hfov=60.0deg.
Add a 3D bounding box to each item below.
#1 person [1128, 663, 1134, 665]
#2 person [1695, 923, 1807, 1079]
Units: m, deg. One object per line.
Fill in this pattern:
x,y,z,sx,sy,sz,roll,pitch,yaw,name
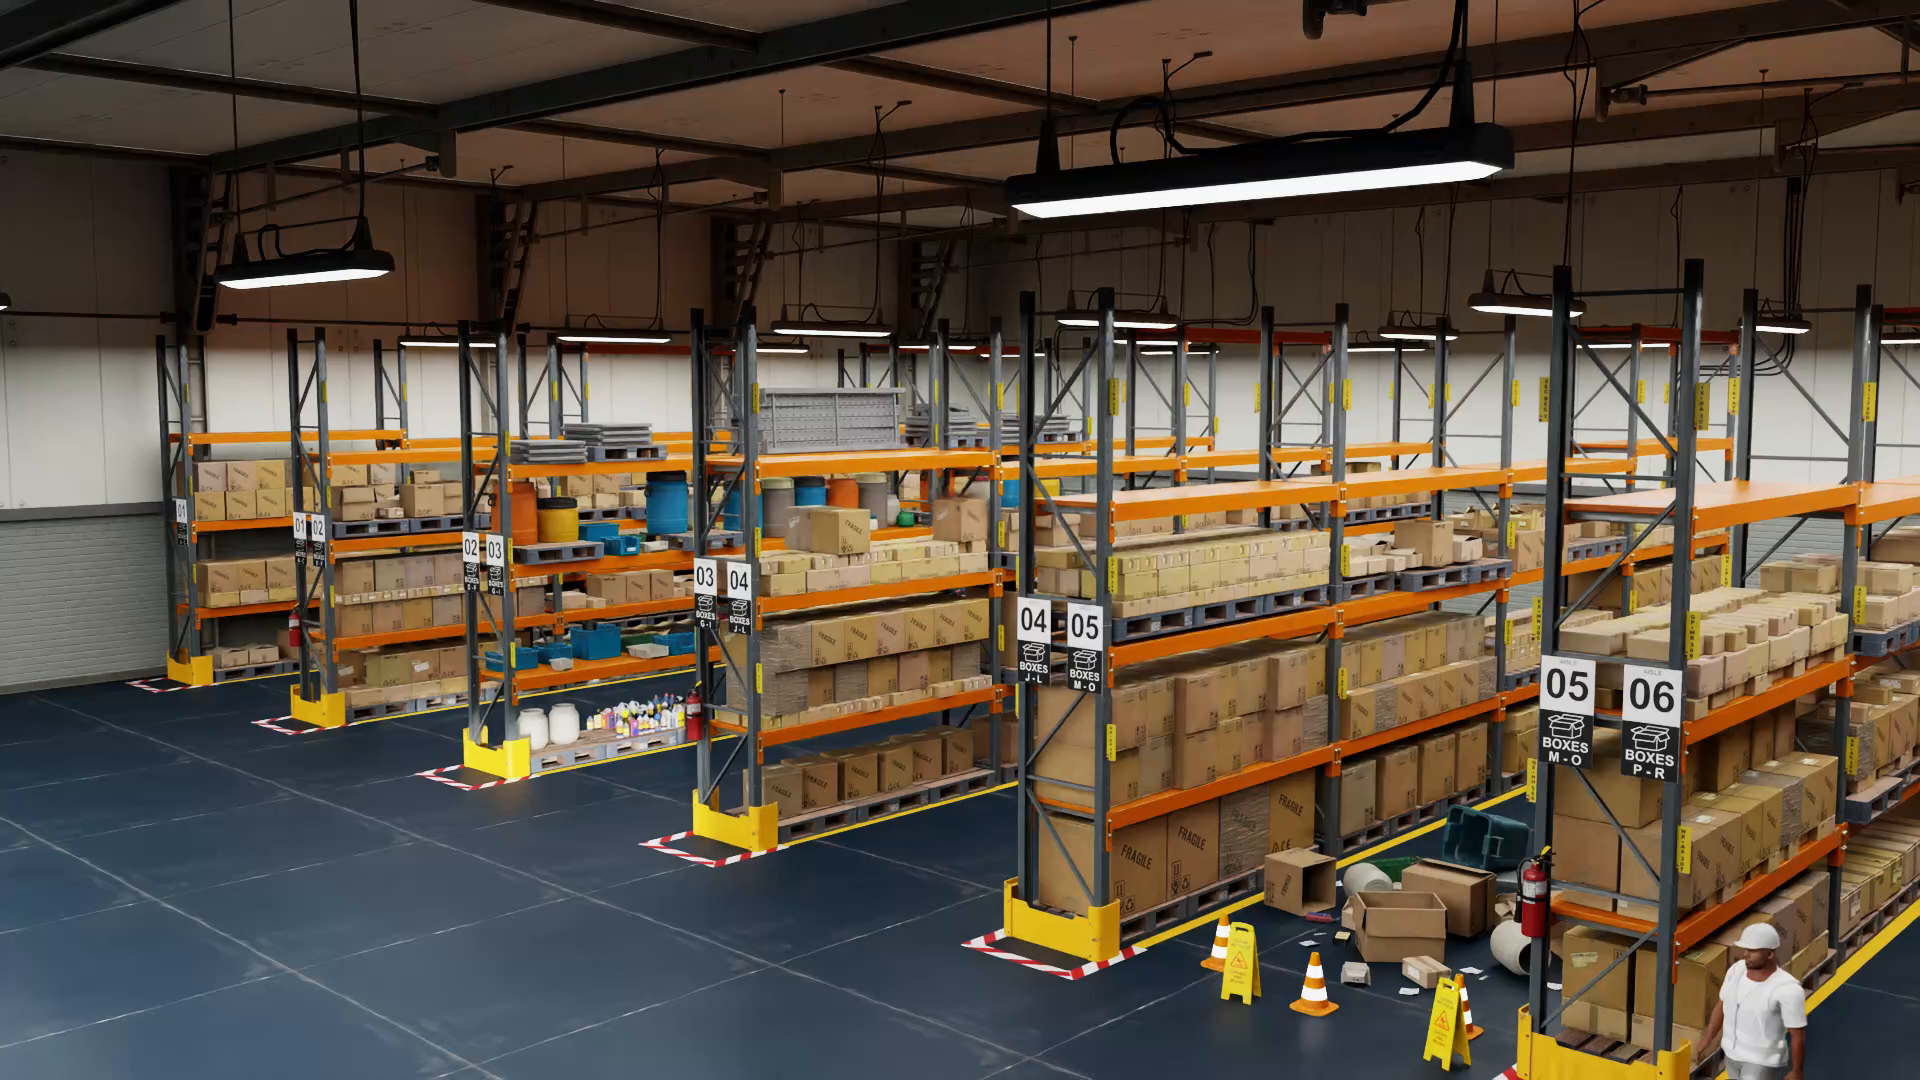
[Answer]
2.128,2.348,21.030,0.447,1.631,1.018,5,7,44,person
5.016,3.304,10.601,0.877,1.726,0.640,-1,6,-13,person
